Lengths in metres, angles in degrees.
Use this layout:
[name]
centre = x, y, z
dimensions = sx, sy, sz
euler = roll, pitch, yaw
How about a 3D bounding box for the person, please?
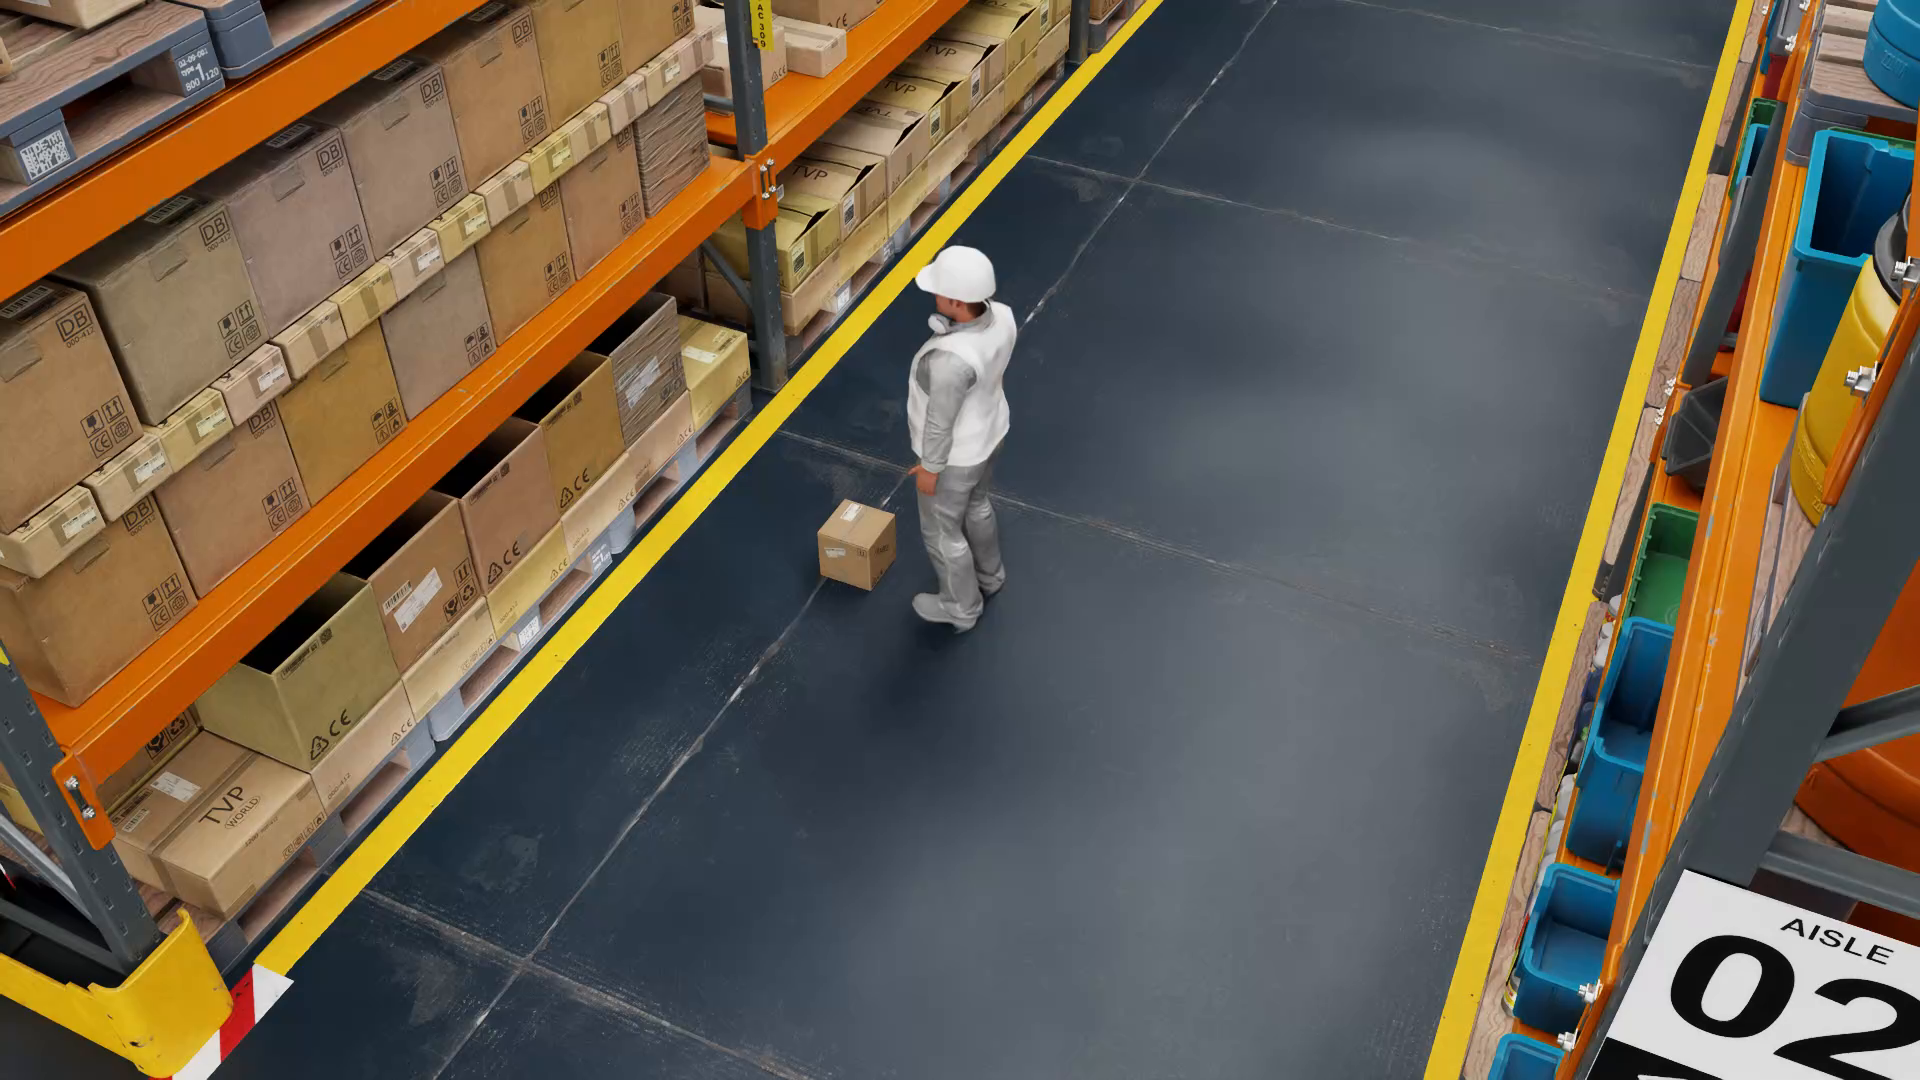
[person]
centre = -0.010, -0.395, 6.589
dimensions = 0.360, 1.765, 0.532
euler = 18, 45, 19
